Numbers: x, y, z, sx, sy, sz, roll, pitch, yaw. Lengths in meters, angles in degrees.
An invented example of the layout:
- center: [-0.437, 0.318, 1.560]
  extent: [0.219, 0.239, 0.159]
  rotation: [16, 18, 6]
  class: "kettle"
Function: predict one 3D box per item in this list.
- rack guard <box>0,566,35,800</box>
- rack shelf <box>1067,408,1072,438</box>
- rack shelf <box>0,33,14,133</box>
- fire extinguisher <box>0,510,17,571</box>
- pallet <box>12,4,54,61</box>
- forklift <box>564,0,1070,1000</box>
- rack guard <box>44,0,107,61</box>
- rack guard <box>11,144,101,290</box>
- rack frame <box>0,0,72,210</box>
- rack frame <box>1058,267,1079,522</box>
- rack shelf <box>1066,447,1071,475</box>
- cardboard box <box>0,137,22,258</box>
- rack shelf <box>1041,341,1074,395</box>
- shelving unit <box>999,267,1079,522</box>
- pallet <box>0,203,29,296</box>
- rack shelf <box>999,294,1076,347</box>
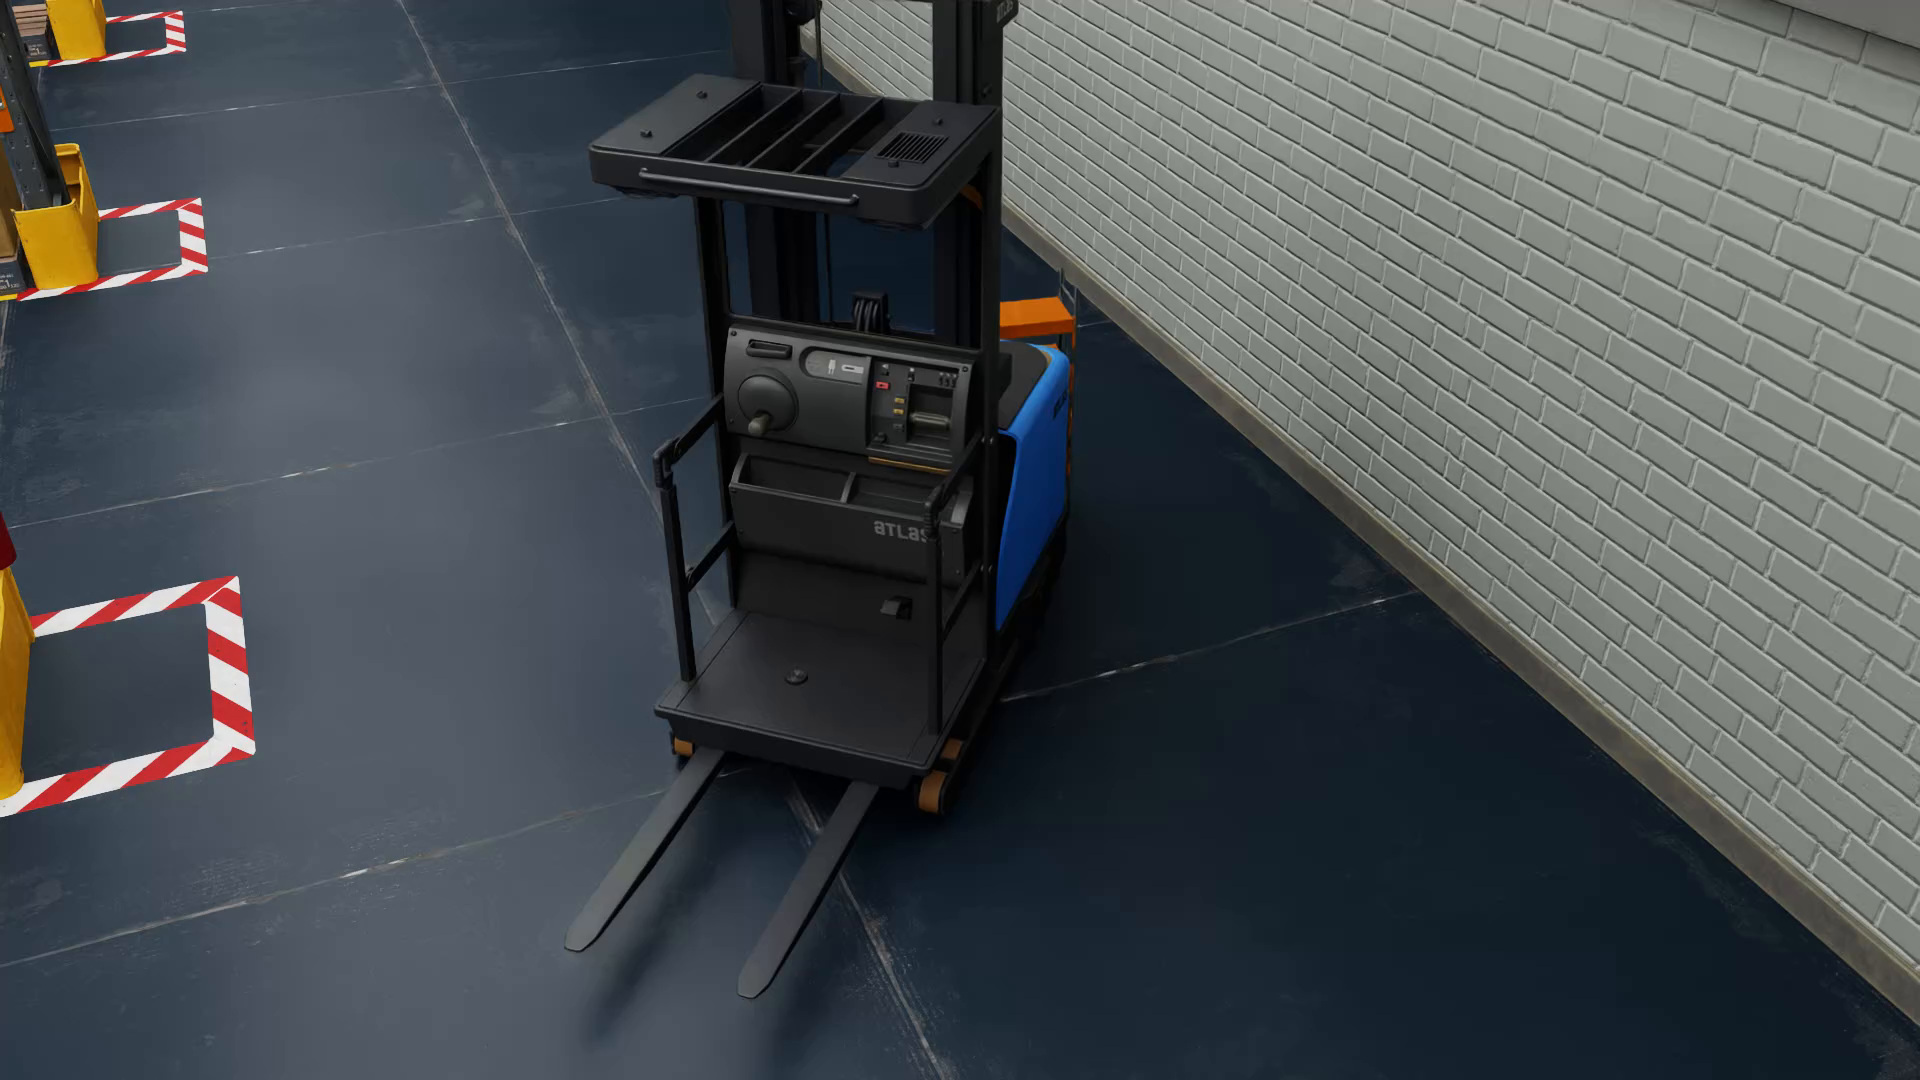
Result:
- center: [-3.922, 0.494, 6.532]
  extent: [0.348, 0.500, 1.175]
  rotation: [-13, 35, -19]
  class: "rack guard"
- center: [0.247, -0.565, 7.642]
  extent: [0.480, 0.148, 0.258]
  rotation: [-8, 34, -12]
  class: "rack shelf"
- center: [-7.523, -2.361, 9.288]
  extent: [4.000, 0.370, 1.077]
  rotation: [-13, 35, -19]
  class: "rack shelf"
- center: [-3.441, -0.202, 5.723]
  extent: [0.183, 0.674, 0.296]
  rotation: [-13, 35, -19]
  class: "fire extinguisher"
- center: [-8.372, -4.252, 14.092]
  extent: [1.213, 0.211, 1.003]
  rotation: [-13, 35, -19]
  class: "pallet"
- center: [-0.474, -0.459, 5.769]
  extent: [1.130, 2.935, 3.031]
  rotation: [10, 34, 15]
  class: "forklift"
- center: [-7.579, -4.540, 14.268]
  extent: [0.348, 0.500, 1.175]
  rotation: [-13, 35, -19]
  class: "rack guard"
- center: [-5.657, -2.042, 10.431]
  extent: [0.348, 0.500, 1.175]
  rotation: [-13, 35, -19]
  class: "rack guard"
- center: [-5.679, -3.085, 9.741]
  extent: [0.127, 3.000, 1.000]
  rotation: [-13, 35, -19]
  class: "rack frame"
- center: [0.483, -0.654, 7.654]
  extent: [0.015, 1.200, 0.240]
  rotation: [-8, 34, -12]
  class: "rack frame"
- center: [0.247, -0.399, 7.750]
  extent: [0.480, 0.148, 0.258]
  rotation: [-8, 34, -12]
  class: "rack shelf"
- center: [-6.238, -2.195, 9.936]
  extent: [0.875, 0.875, 0.875]
  rotation: [-13, 35, -19]
  class: "cardboard box"
- center: [0.247, -0.753, 7.520]
  extent: [0.480, 0.148, 0.258]
  rotation: [-8, 34, -12]
  class: "rack shelf"
- center: [0.247, -0.622, 7.605]
  extent: [0.503, 1.200, 0.258]
  rotation: [-8, 34, -12]
  class: "shelving unit"
- center: [-6.386, -1.708, 10.182]
  extent: [1.213, 0.211, 1.003]
  rotation: [-13, 35, -19]
  class: "pallet"
- center: [0.247, -0.951, 7.391]
  extent: [0.480, 0.148, 0.258]
  rotation: [-8, 34, -12]
  class: "rack shelf"
